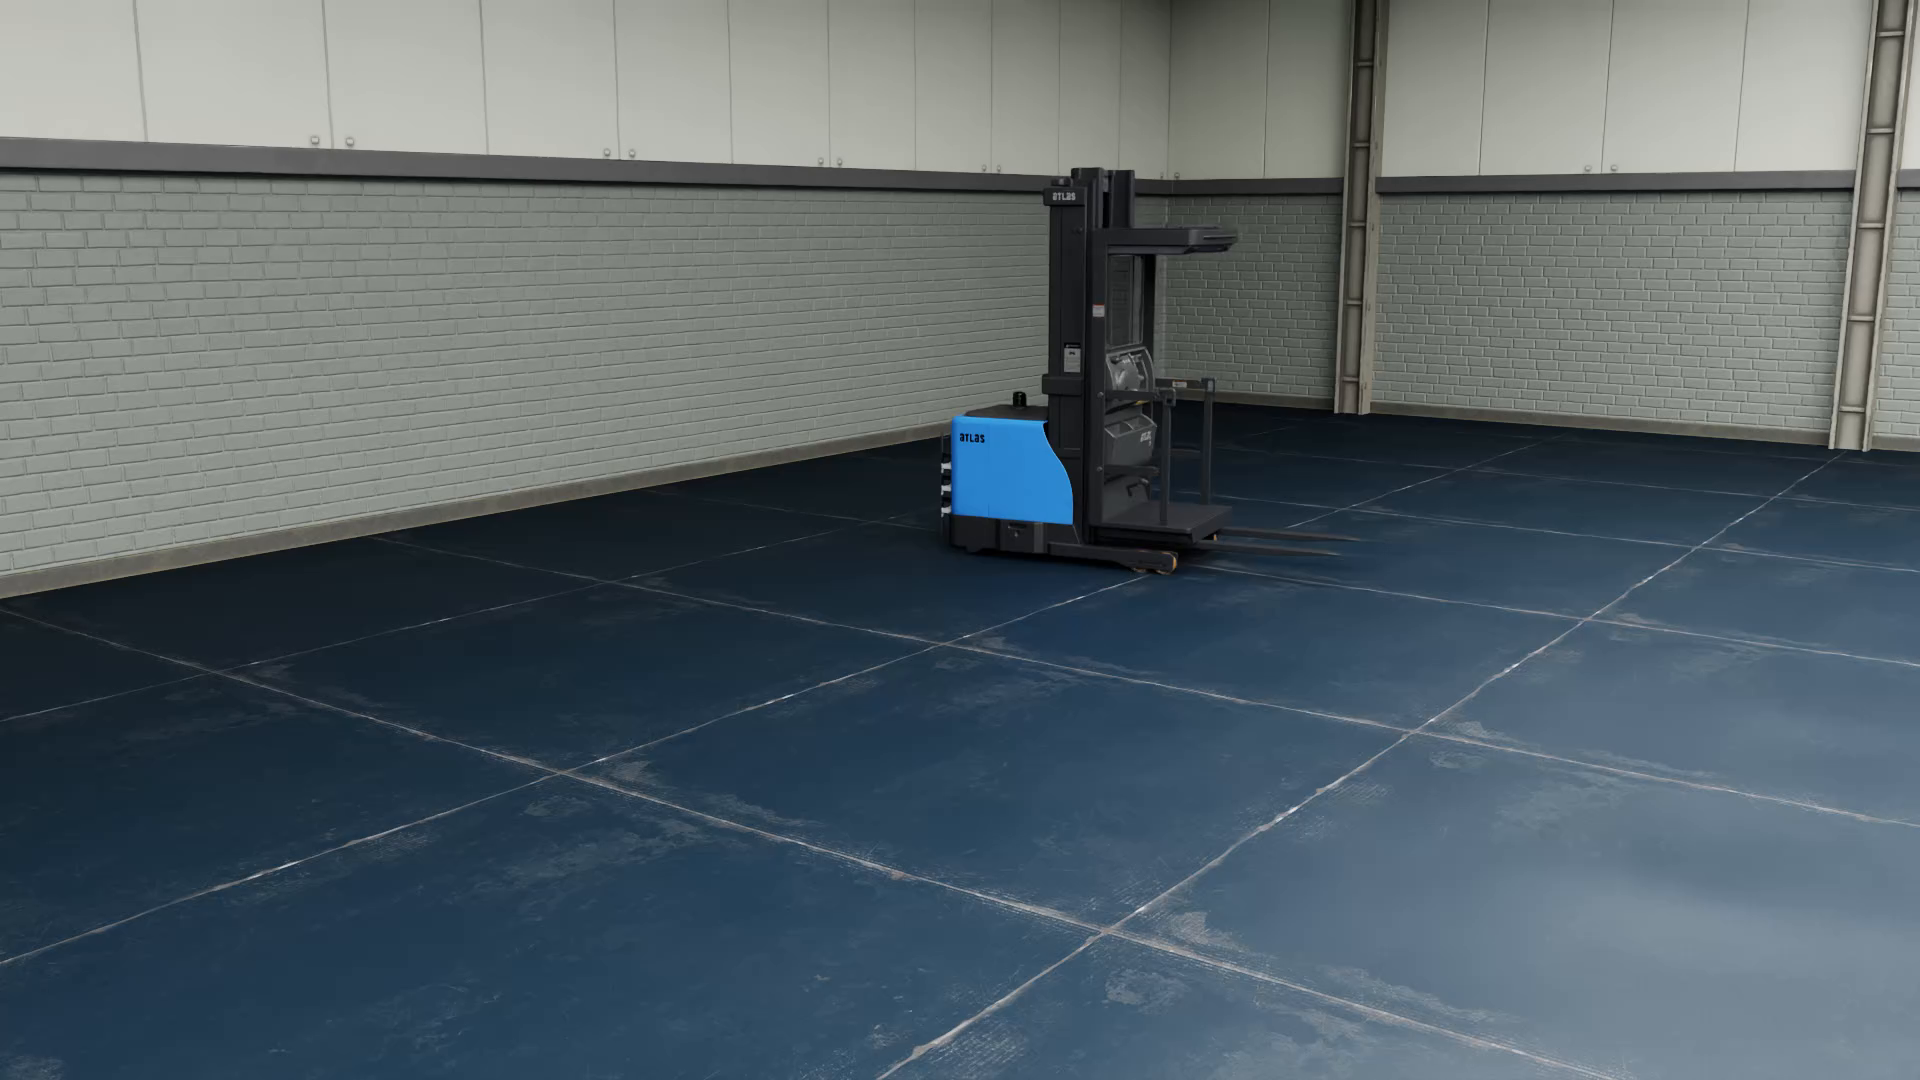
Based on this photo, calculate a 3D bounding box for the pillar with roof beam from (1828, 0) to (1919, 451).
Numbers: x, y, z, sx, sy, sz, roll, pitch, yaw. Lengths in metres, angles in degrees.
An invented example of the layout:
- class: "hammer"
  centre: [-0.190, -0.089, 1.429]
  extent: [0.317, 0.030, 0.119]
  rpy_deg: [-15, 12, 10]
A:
- class: "pillar with roof beam"
  centre: [7.568, -4.799, 14.644]
  extent: [0.400, 9.000, 9.100]
  rpy_deg: [8, 13, 36]

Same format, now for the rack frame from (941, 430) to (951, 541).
- class: "rack frame"
  centre: [-0.082, -0.452, 13.496]
  extent: [0.006, 0.900, 0.240]
  rpy_deg: [7, 13, 33]

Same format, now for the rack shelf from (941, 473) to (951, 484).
- class: "rack shelf"
  centre: [0.002, -0.497, 13.430]
  extent: [0.200, 0.077, 0.258]
  rpy_deg: [7, 13, 33]

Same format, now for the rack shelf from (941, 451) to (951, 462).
- class: "rack shelf"
  centre: [0.002, -0.674, 13.396]
  extent: [0.200, 0.077, 0.258]
  rpy_deg: [7, 13, 33]

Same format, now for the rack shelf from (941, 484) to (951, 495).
- class: "rack shelf"
  centre: [0.002, -0.409, 13.447]
  extent: [0.200, 0.077, 0.258]
  rpy_deg: [7, 13, 33]

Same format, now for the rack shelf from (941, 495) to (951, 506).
- class: "rack shelf"
  centre: [0.002, -0.320, 13.464]
  extent: [0.200, 0.077, 0.258]
  rpy_deg: [7, 13, 33]

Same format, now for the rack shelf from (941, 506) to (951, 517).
- class: "rack shelf"
  centre: [0.002, -0.232, 13.481]
  extent: [0.200, 0.077, 0.258]
  rpy_deg: [7, 13, 33]

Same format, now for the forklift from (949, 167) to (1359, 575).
- class: "forklift"
  centre: [1.472, -1.299, 12.526]
  extent: [3.031, 2.935, 1.130]
  rpy_deg: [5, 12, 25]

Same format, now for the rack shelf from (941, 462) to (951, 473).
- class: "rack shelf"
  centre: [0.002, -0.585, 13.413]
  extent: [0.200, 0.077, 0.258]
  rpy_deg: [7, 13, 33]

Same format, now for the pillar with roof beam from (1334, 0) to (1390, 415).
- class: "pillar with roof beam"
  centre: [2.732, -5.474, 18.131]
  extent: [0.400, 9.000, 9.100]
  rpy_deg: [8, 13, 36]

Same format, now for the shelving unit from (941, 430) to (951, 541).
- class: "shelving unit"
  centre: [0.002, -0.441, 13.440]
  extent: [0.210, 0.900, 0.258]
  rpy_deg: [7, 13, 33]
